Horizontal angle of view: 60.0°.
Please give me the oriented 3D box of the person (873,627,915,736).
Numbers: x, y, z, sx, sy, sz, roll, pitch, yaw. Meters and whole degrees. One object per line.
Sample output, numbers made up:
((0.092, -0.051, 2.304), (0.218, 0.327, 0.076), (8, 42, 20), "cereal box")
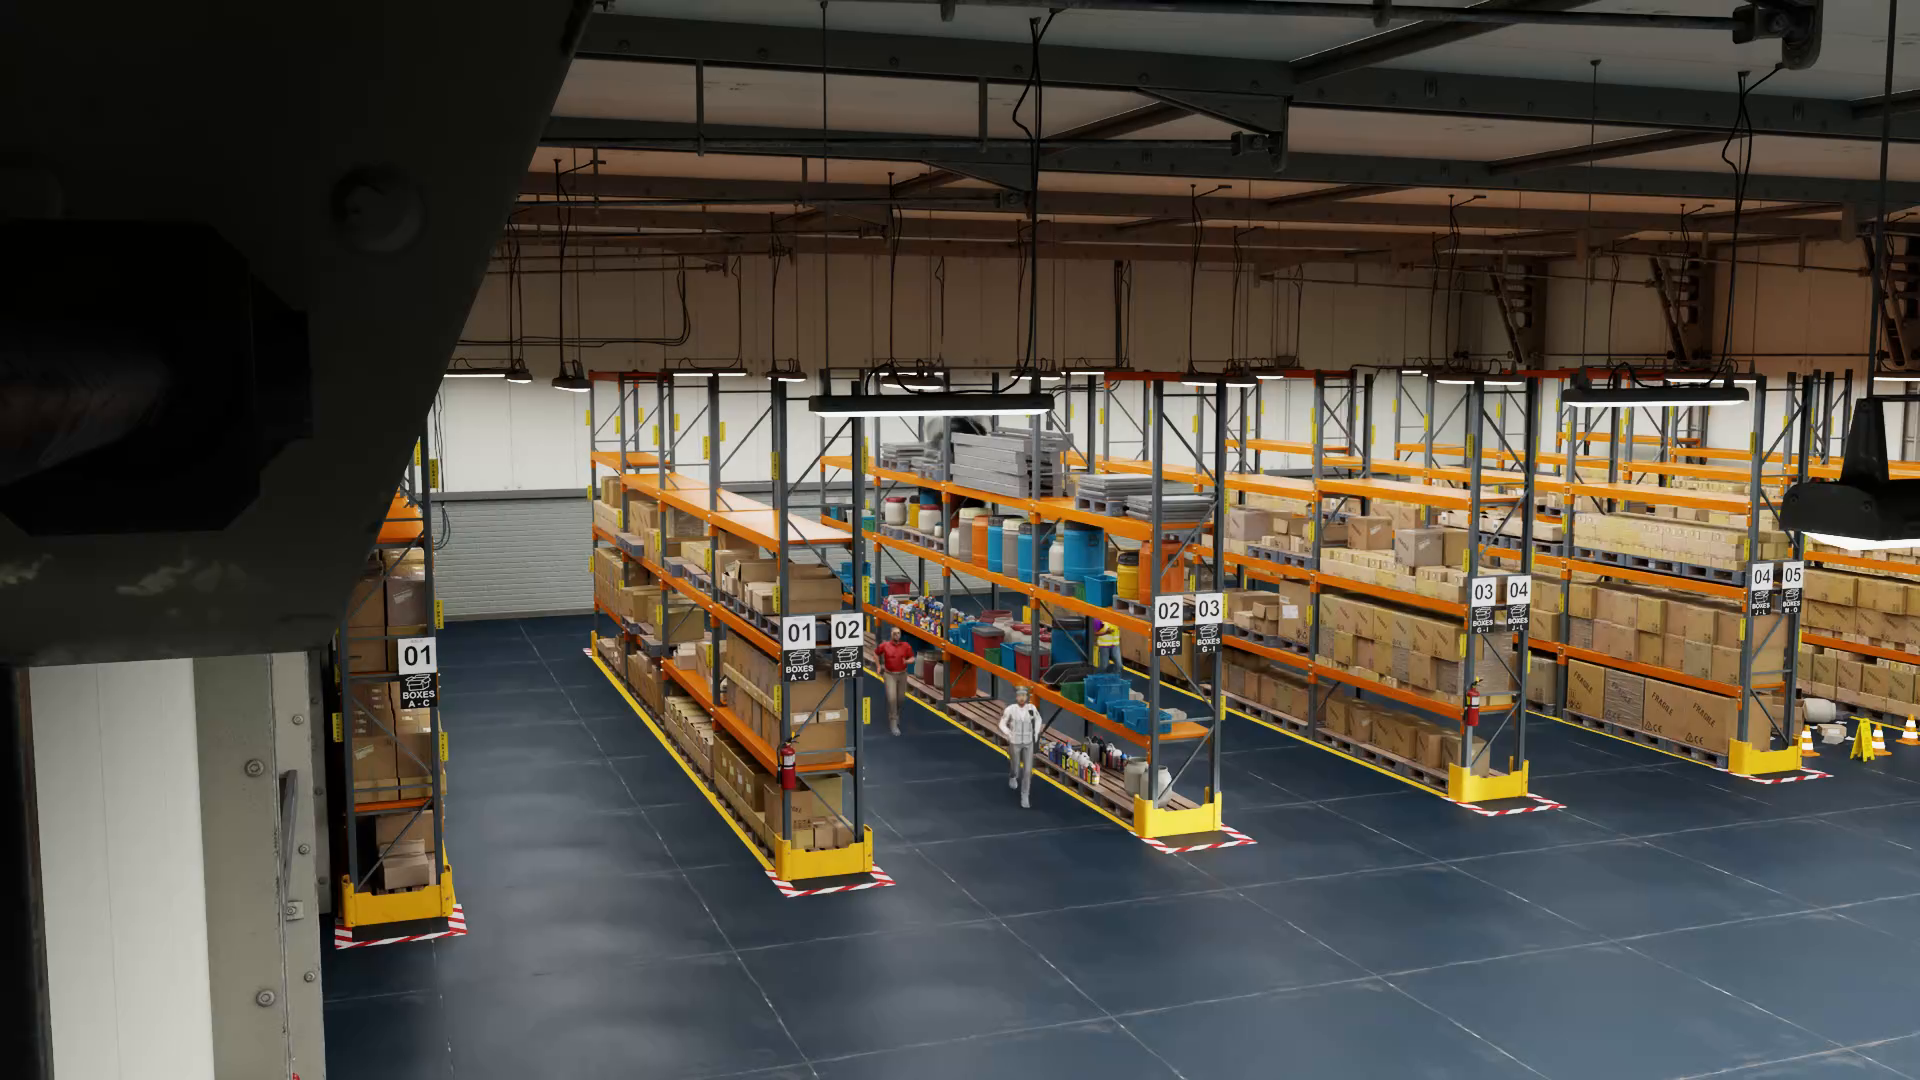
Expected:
((-1.081, 2.332, 27.994), (0.653, 1.748, 0.921), (-2, 7, -18), "person")

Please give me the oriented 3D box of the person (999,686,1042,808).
((0.838, 2.871, 23.498), (0.569, 1.674, 0.895), (-1, 6, -6), "person")

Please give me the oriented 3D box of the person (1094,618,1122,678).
((2.760, 1.997, 30.944), (0.677, 1.823, 0.734), (-3, 7, -26), "person")
